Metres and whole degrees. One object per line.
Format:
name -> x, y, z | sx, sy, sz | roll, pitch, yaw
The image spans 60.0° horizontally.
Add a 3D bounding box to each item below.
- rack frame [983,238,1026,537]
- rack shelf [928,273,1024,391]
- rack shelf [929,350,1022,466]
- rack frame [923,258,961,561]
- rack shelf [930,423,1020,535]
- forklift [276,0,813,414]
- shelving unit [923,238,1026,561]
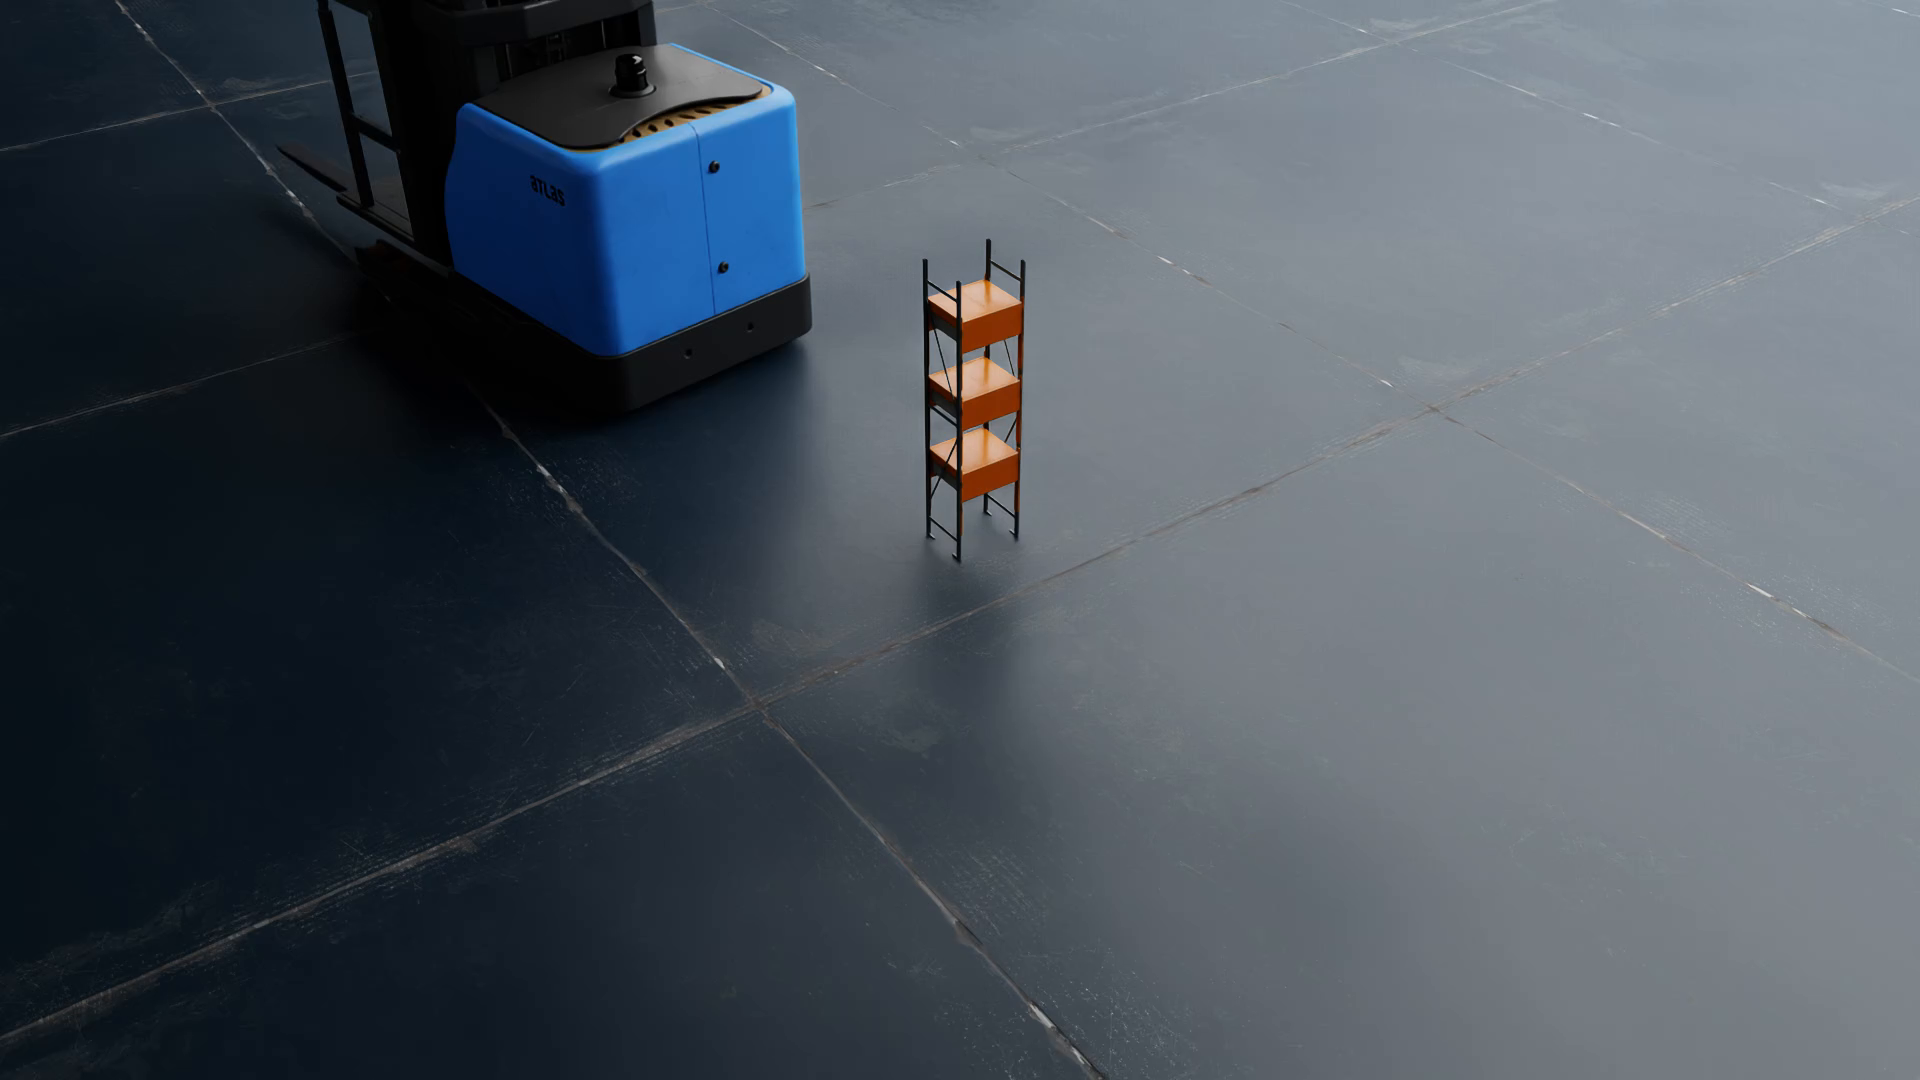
rack frame -> 0.143, -0.485, 5.526 | 0.008, 1.050, 0.200 | -22, 41, -28
rack shelf -> 0.044, -0.666, 5.309 | 0.240, 0.259, 0.215 | -22, 41, -28
rack shelf -> 0.044, -0.436, 5.475 | 0.240, 0.259, 0.215 | -22, 41, -28
rack frame -> -0.056, -0.403, 5.411 | 0.008, 1.050, 0.200 | -22, 41, -28
rack shelf -> 0.044, -0.210, 5.637 | 0.240, 0.259, 0.215 | -22, 41, -28
forklift -> -2.000, -2.427, 6.615 | 1.130, 2.935, 3.031 | -30, 45, -35
shelving unit -> 0.044, -0.444, 5.468 | 0.252, 1.050, 0.215 | -22, 41, -28
